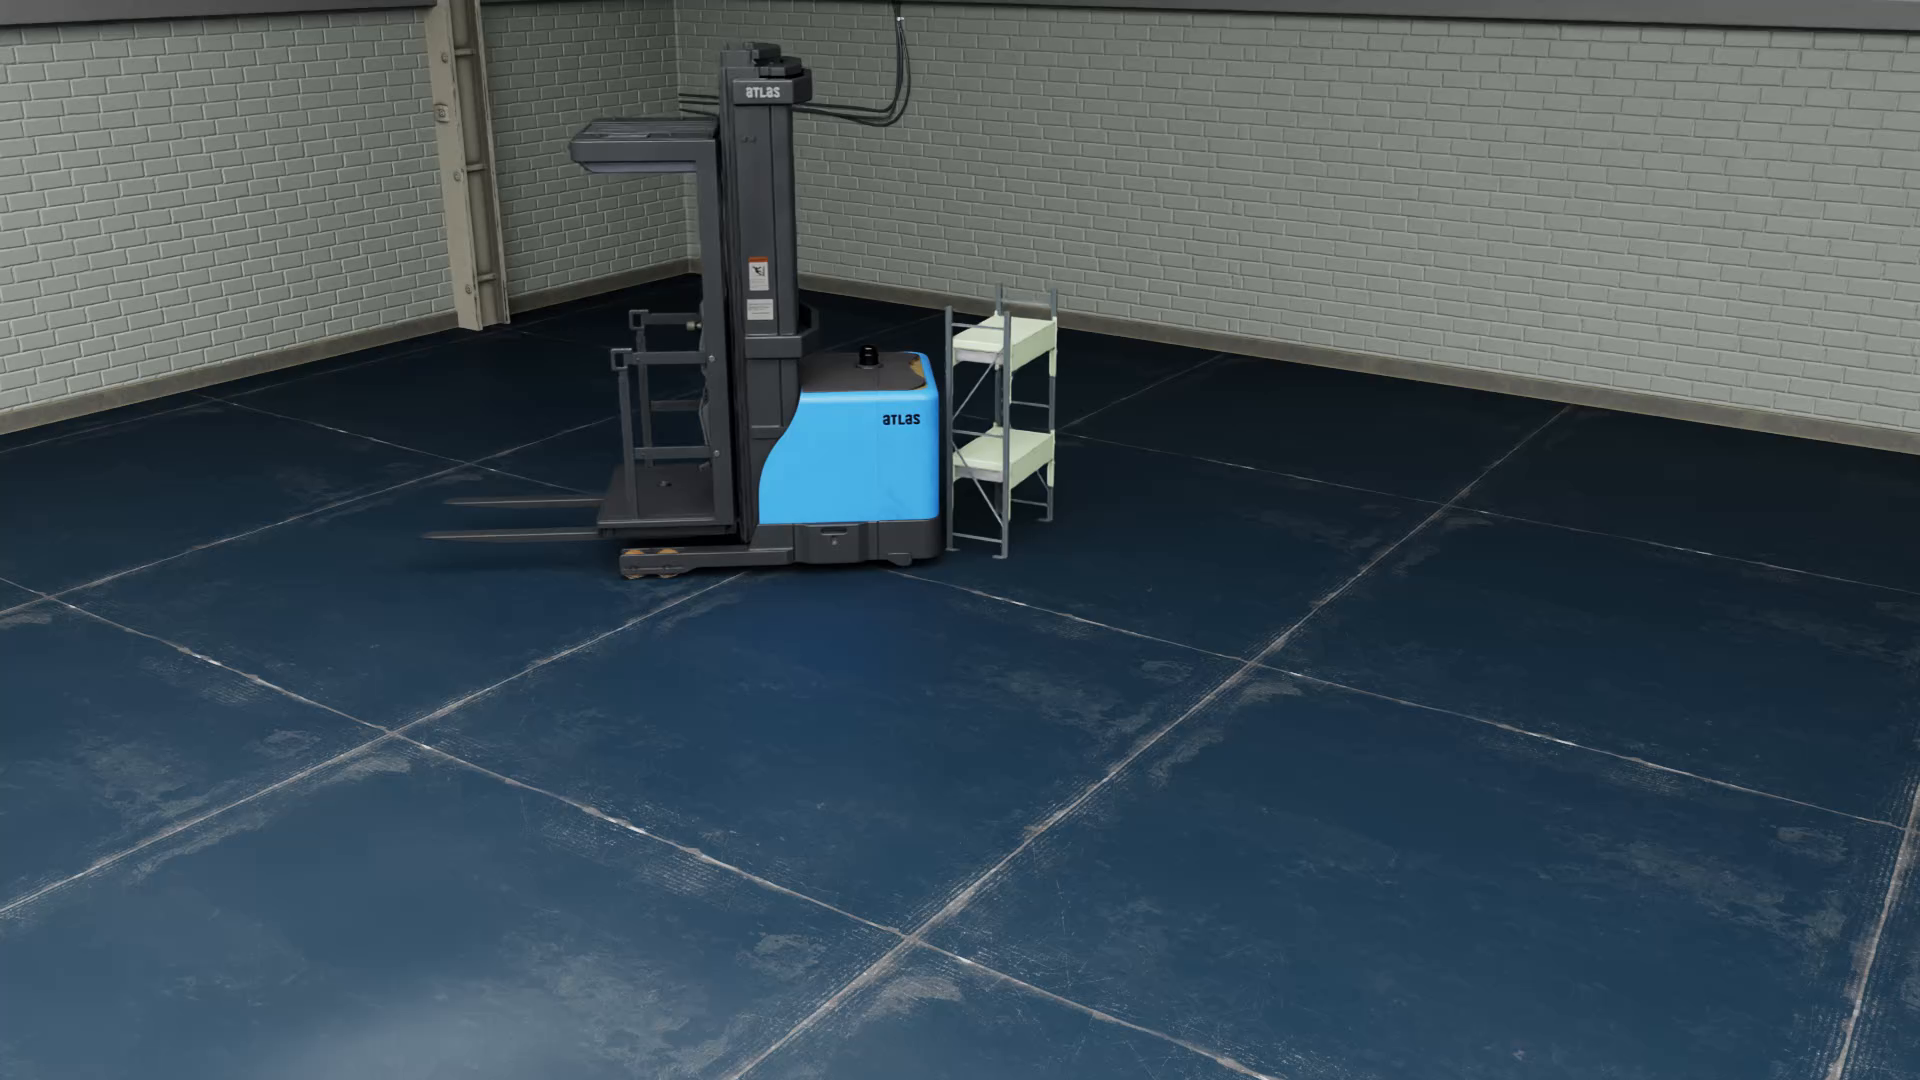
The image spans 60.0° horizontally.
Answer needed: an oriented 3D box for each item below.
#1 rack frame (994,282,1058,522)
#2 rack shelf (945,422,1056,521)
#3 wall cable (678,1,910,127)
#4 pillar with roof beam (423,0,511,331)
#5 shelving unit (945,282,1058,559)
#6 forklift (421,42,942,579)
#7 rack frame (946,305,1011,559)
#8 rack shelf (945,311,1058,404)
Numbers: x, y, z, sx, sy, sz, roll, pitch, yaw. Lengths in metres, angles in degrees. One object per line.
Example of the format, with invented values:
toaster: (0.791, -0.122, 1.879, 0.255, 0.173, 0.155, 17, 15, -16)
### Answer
rack frame: (0.406, -0.852, 10.405, 0.400, 1.500, 0.023, 9, 22, 23)
rack shelf: (0.255, -0.430, 10.206, 0.431, 0.370, 0.720, 9, 22, 23)
wall cable: (-1.772, -5.398, 16.362, 3.097, 2.526, 0.112, 13, 24, 32)
pillar with roof beam: (-0.962, -5.427, 11.966, 9.100, 9.000, 0.400, 13, 24, 32)
shelving unit: (0.255, -0.736, 10.093, 0.431, 1.500, 0.755, 9, 22, 23)
forklift: (-1.653, -1.339, 9.660, 3.031, 2.935, 1.130, -2, 20, -4)
rack frame: (0.104, -0.620, 9.780, 0.400, 1.500, 0.023, 9, 22, 23)
rack shelf: (0.255, -1.102, 9.957, 0.431, 0.370, 0.720, 9, 22, 23)
